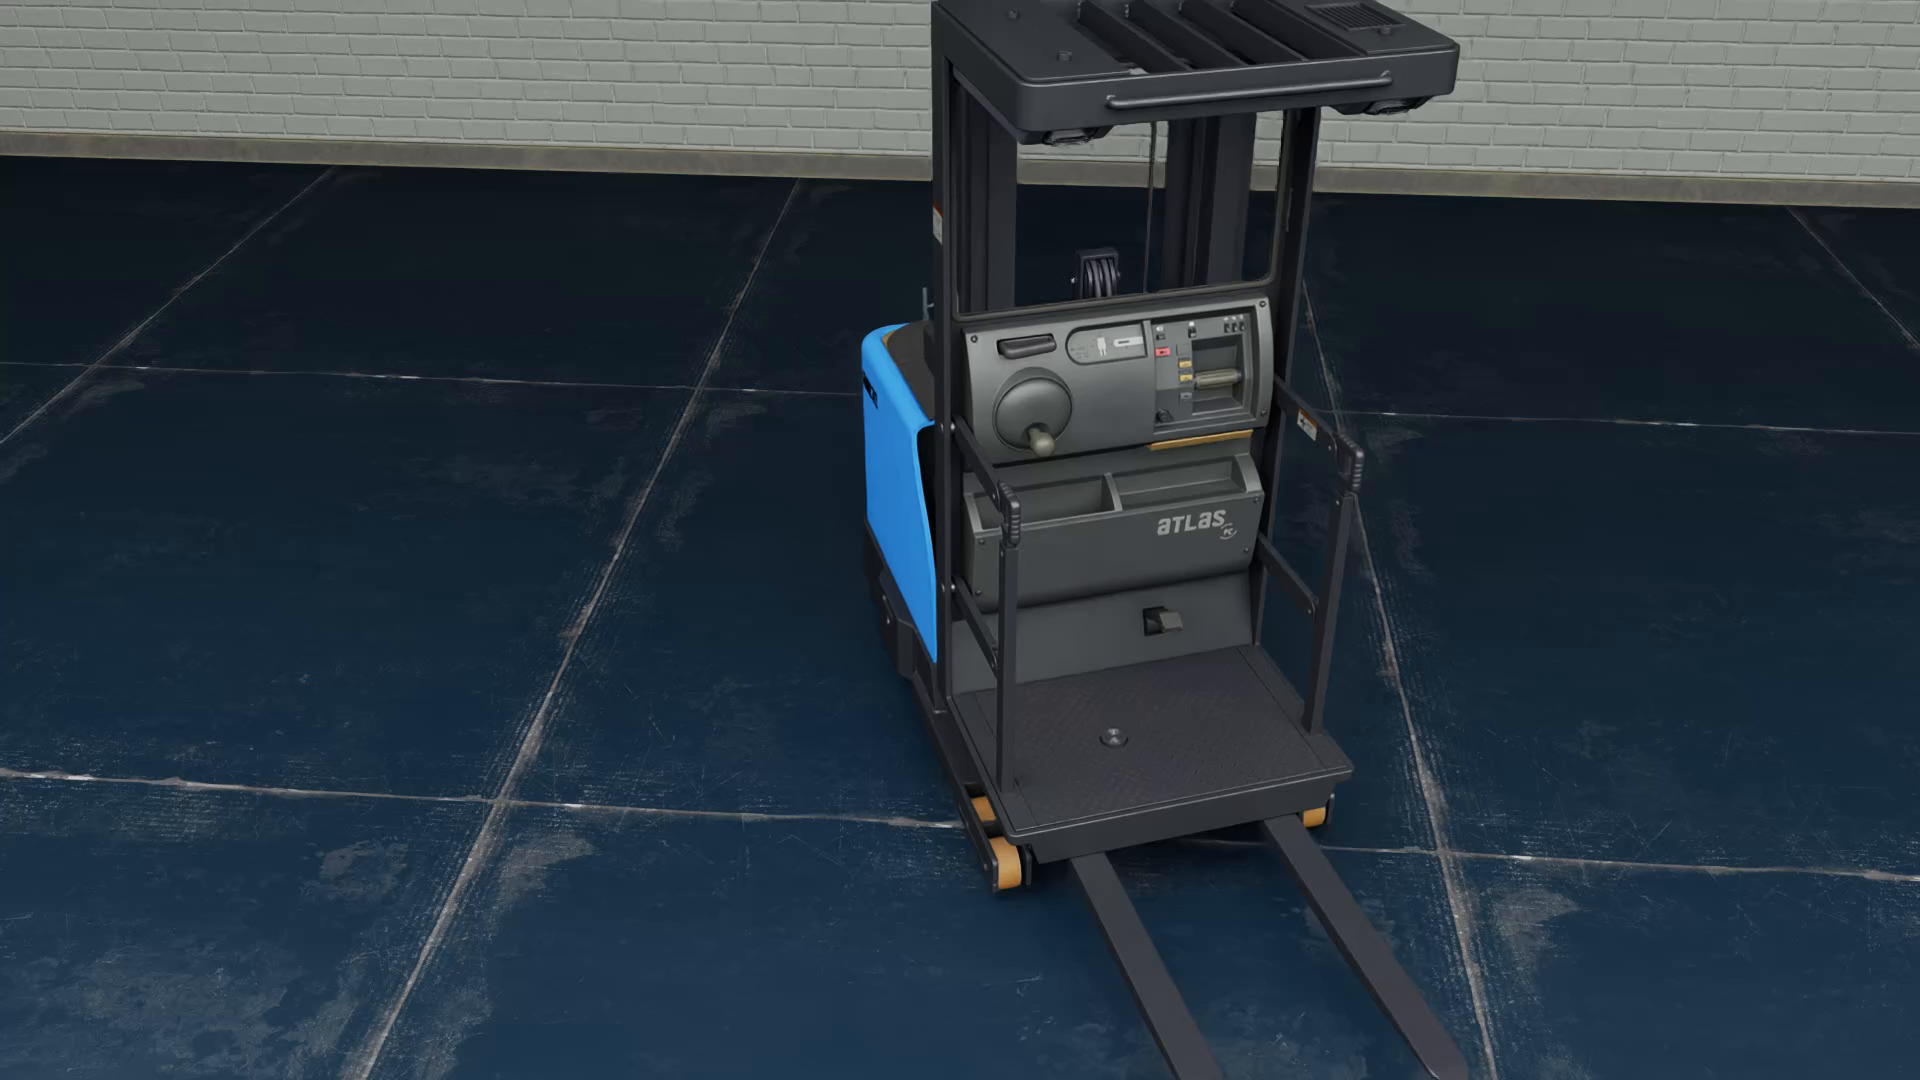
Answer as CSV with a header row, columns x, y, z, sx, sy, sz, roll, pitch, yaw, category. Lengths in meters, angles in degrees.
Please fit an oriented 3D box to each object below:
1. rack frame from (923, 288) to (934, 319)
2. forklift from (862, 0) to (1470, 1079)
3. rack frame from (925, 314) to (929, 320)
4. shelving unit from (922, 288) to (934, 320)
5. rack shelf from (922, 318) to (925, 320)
x,y,z,sx,sy,sz,roll,pitch,yaw,category
-0.041,-0.509,6.576,0.200,1.050,0.008,-1,32,-2,rack frame
0.531,-0.420,4.638,1.130,2.935,3.031,-9,33,-14,forklift
-0.029,-0.381,6.368,0.200,1.050,0.008,-1,32,-2,rack frame
-0.035,-0.445,6.472,0.215,1.050,0.252,-1,32,-2,shelving unit
-0.035,-0.678,6.329,0.215,0.259,0.240,-1,32,-2,rack shelf
